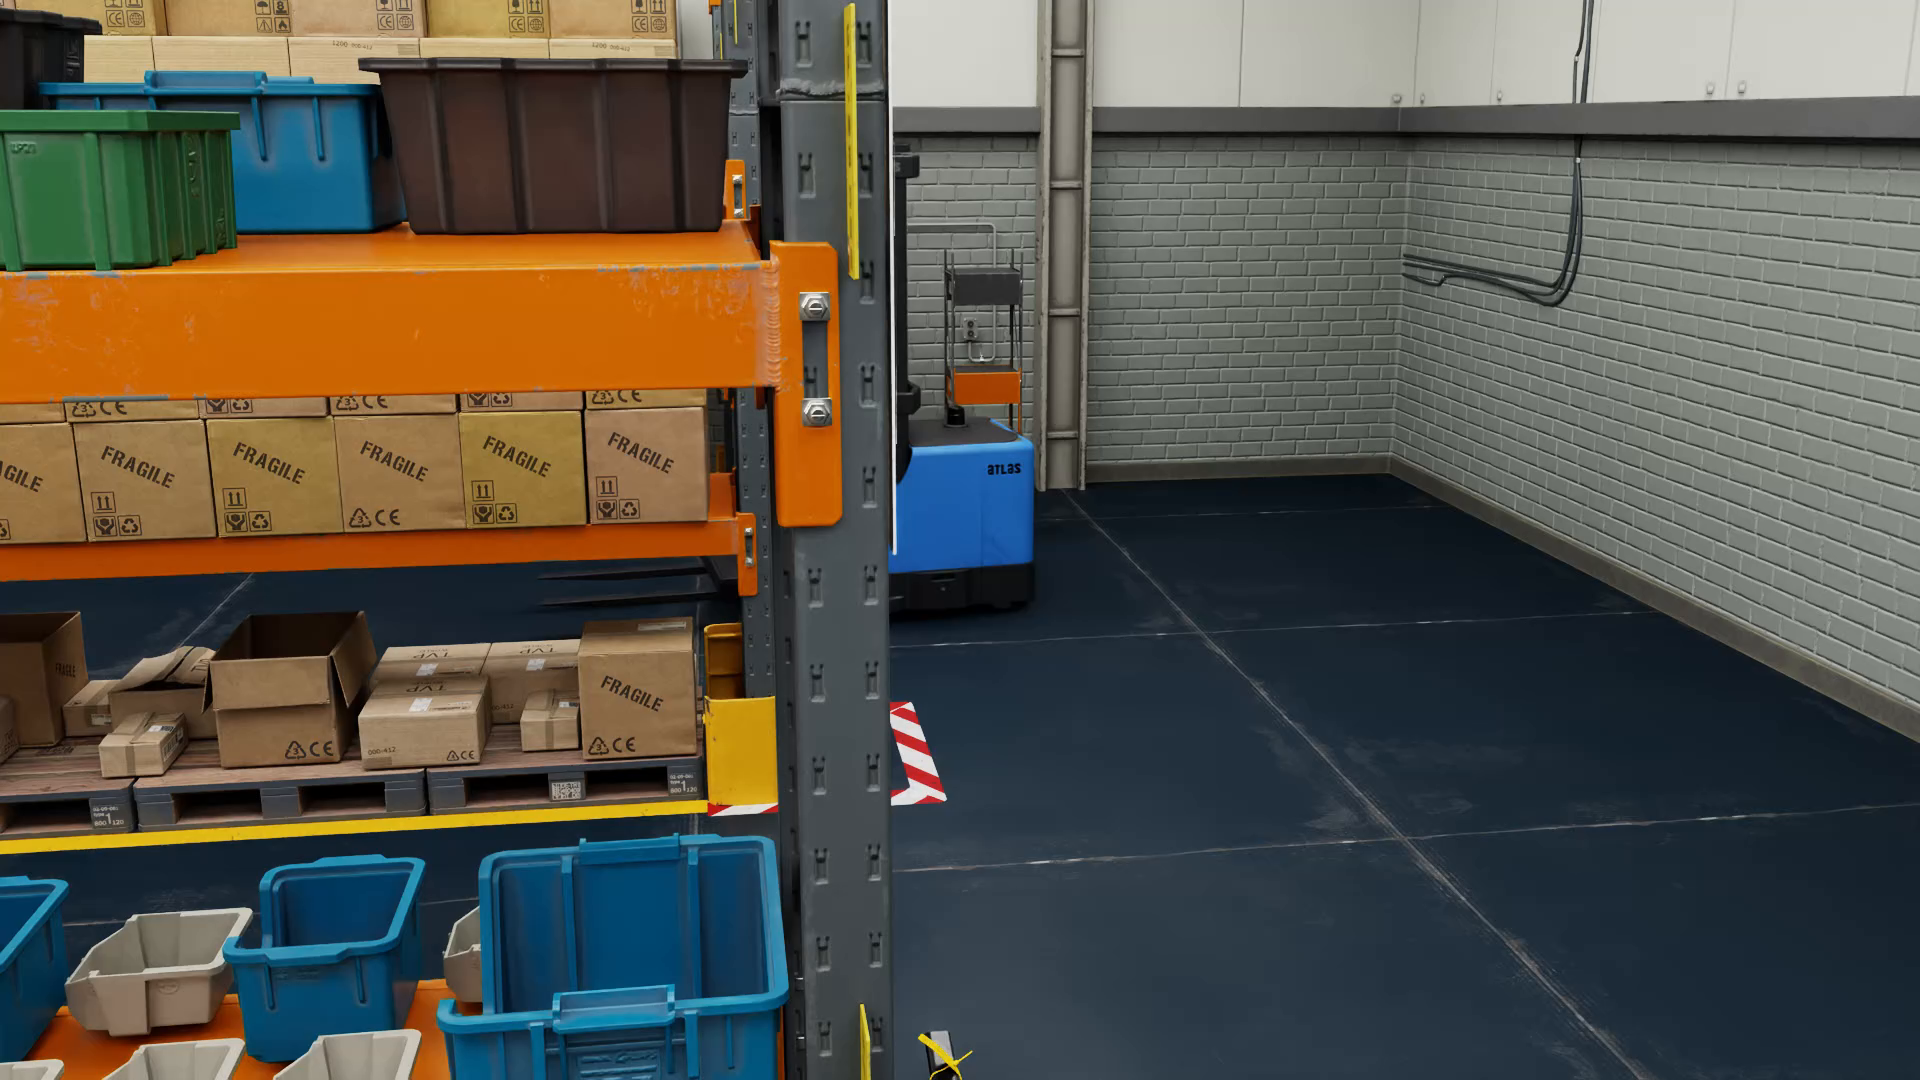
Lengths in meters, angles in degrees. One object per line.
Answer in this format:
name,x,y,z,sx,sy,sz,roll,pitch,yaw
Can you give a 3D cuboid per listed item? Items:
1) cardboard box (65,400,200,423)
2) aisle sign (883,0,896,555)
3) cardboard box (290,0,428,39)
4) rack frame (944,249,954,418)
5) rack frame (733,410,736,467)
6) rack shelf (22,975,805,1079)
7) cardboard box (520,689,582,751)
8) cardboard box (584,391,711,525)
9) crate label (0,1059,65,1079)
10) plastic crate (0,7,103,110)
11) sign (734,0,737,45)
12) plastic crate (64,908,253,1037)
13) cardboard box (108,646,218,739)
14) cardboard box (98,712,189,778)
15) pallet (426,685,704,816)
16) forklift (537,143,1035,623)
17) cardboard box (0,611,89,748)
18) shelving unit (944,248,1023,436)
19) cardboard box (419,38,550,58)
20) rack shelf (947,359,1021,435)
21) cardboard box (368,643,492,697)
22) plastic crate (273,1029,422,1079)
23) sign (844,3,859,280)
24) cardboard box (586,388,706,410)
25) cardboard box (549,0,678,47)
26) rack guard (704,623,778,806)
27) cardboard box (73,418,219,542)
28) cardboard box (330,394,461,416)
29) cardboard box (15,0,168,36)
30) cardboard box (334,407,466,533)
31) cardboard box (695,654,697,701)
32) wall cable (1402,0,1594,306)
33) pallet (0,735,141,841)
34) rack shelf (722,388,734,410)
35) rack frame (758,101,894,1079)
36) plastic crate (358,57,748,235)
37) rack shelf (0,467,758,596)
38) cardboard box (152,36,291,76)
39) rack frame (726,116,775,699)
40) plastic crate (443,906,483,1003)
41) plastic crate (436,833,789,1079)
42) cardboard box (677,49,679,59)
cardboard box,-3.395,-0.783,6.917,0.500,0.500,0.500,-3,14,-10
aisle sign,-0.117,-0.409,2.343,0.004,0.787,0.394,-2,14,-8
cardboard box,-2.457,-2.332,6.927,0.500,0.500,0.700,-2,14,-8
rack frame,-0.078,-1.016,11.955,0.015,2.100,0.400,-2,14,-8
rack frame,-1.708,-1.599,12.432,0.127,3.000,1.000,-2,14,-8
rack shelf,-2.210,1.205,2.729,4.000,0.370,1.077,-2,14,-8
cardboard box,-1.881,0.825,7.686,0.250,0.166,0.380,-2,14,-8
cardboard box,-1.369,-0.375,7.344,0.500,0.500,0.500,-2,14,-7
crate label,-1.572,0.979,2.572,0.243,0.136,0.396,-2,14,-8
plastic crate,-1.784,-0.652,2.616,0.767,0.338,0.504,-2,14,-8
sign,-0.903,-2.158,6.674,0.005,0.325,0.100,-2,14,-8
plastic crate,-1.526,0.829,3.170,0.298,0.136,0.250,-2,14,-8
cardboard box,-3.659,0.712,7.840,0.500,0.311,0.500,-2,14,-8
cardboard box,-3.620,0.901,7.382,0.250,0.166,0.380,-2,14,-8
pallet,-1.830,0.977,7.894,1.213,0.211,1.003,-2,14,-8
forklift,-1.101,-1.002,10.191,3.031,2.935,1.130,-4,15,-15
cardboard box,-4.401,0.647,7.709,0.500,0.500,0.500,-2,14,-8
shelving unit,0.164,-1.024,11.990,0.503,2.100,0.431,-2,14,-8
cardboard box,-1.931,-1.934,6.883,0.500,0.250,0.500,-2,14,-8
rack shelf,0.164,-1.011,11.994,0.480,0.518,0.431,-2,14,-8
cardboard box,-2.535,0.700,8.012,0.500,0.250,0.500,-2,14,-8
plastic crate,-1.011,0.956,2.663,0.243,0.136,0.396,-2,14,-8
sign,-0.134,-0.489,2.053,0.005,0.325,0.100,-2,14,-8
cardboard box,-1.365,-0.859,7.220,0.500,0.500,0.500,-2,14,-9
cardboard box,-1.472,-2.374,7.093,0.500,0.500,0.700,-2,14,-8
rack guard,-1.041,0.807,7.975,0.348,0.500,1.175,-2,14,-8
cardboard box,-3.376,-0.301,7.051,0.500,0.500,0.500,-2,14,-9
cardboard box,-2.377,-0.821,7.067,0.500,0.500,0.500,-2,14,-7
cardboard box,-3.437,-2.282,6.726,0.500,0.500,0.700,-2,14,-8
cardboard box,-2.375,-0.338,7.198,0.500,0.500,0.500,-2,14,-8
cardboard box,-1.432,0.694,8.244,0.250,0.149,0.380,-2,14,-8
wall cable,3.938,-3.122,12.555,0.112,2.526,3.097,-2,14,-8
pallet,-4.242,1.065,7.541,1.213,0.211,1.003,-2,14,-8
rack shelf,-3.686,-1.178,12.231,4.000,0.370,1.077,-2,14,-8
rack frame,-0.232,0.784,2.930,0.127,3.000,1.000,-2,14,-8
plastic crate,-0.654,-0.661,2.793,0.590,0.269,0.497,-2,14,-8
rack shelf,-2.944,0.014,7.480,4.000,0.370,1.077,-2,14,-8
cardboard box,-2.919,-1.897,6.736,0.500,0.250,0.500,-2,14,-8
rack frame,-0.966,-0.408,7.682,0.127,3.000,1.000,-2,14,-8
plastic crate,-0.855,0.804,3.268,0.298,0.136,0.250,-2,14,-8
plastic crate,-0.535,0.795,2.691,0.499,0.435,0.616,-2,14,-8
cardboard box,-1.513,-2.076,7.450,0.500,0.250,0.500,-2,14,-8
